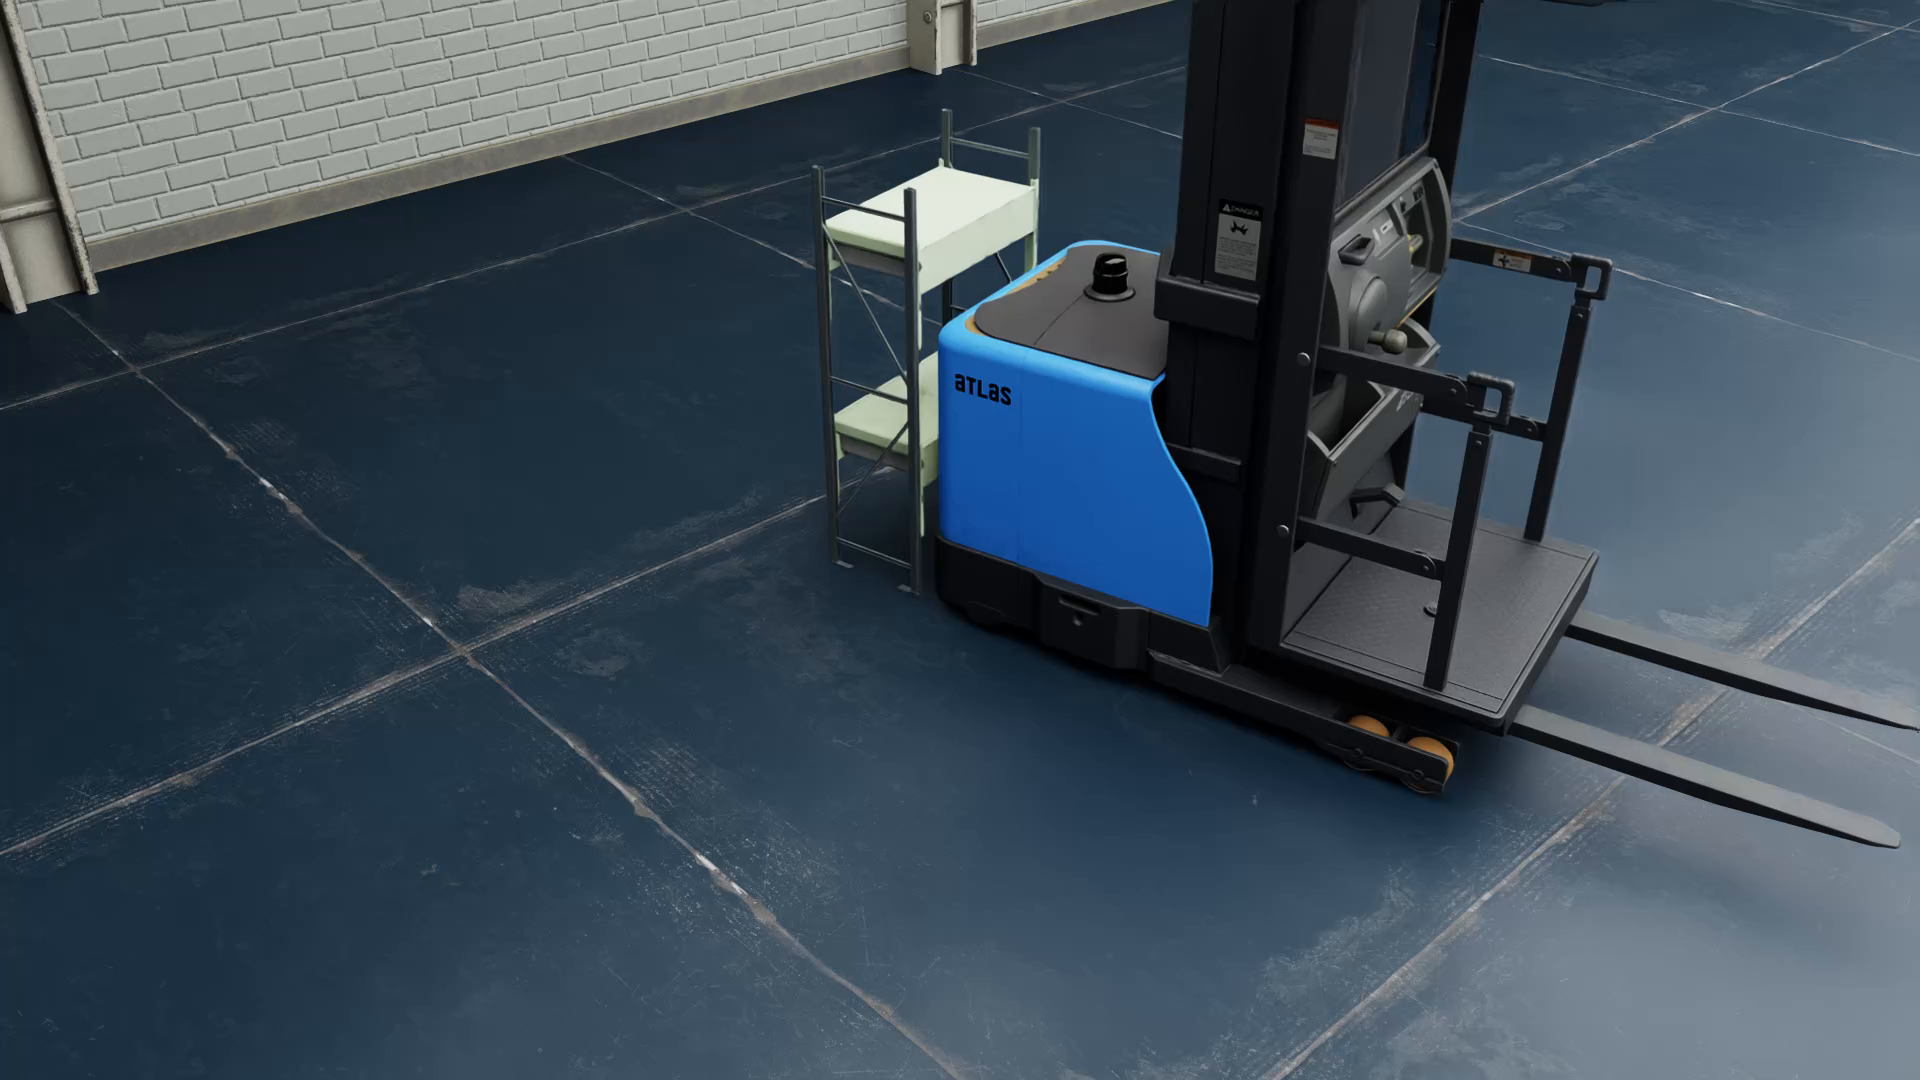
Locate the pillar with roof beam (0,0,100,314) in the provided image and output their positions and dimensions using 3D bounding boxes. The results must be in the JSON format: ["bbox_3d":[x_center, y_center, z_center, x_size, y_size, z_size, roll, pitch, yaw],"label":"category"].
[{"bbox_3d":[-1.599,-3.413,3.206,0.400,9.000,9.100,-26,40,-35],"label":"pillar with roof beam"}]

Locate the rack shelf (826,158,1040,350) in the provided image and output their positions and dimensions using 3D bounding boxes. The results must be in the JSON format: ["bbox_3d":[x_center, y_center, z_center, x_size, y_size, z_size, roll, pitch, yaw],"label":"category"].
[{"bbox_3d":[-0.101,-0.994,5.689,0.431,0.370,0.720,19,36,29],"label":"rack shelf"}]

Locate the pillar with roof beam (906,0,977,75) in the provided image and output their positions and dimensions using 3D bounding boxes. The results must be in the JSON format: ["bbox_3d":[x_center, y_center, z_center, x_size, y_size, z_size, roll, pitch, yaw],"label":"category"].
[{"bbox_3d":[2.801,-5.541,6.686,0.400,9.000,9.100,-26,40,-35],"label":"pillar with roof beam"}]

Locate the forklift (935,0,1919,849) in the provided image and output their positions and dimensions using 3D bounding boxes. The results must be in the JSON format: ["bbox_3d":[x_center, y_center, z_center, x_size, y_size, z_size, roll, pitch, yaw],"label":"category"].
[{"bbox_3d":[1.430,-0.806,4.759,3.031,2.935,1.130,19,36,27],"label":"forklift"}]

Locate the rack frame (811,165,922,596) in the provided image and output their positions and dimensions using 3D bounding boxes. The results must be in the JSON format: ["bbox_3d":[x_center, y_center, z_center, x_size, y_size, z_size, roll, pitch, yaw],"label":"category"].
[{"bbox_3d":[-0.306,-0.503,5.634,0.400,1.500,0.023,19,36,29],"label":"rack frame"}]

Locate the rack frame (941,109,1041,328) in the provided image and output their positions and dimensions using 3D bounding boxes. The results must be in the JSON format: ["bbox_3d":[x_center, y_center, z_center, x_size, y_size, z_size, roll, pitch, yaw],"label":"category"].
[{"bbox_3d":[0.104,-0.819,6.151,0.400,1.500,0.023,19,36,29],"label":"rack frame"}]

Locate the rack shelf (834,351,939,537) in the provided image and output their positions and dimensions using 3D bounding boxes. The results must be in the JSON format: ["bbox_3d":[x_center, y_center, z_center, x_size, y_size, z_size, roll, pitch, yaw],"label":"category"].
[{"bbox_3d":[-0.101,-0.382,6.063,0.431,0.370,0.720,19,36,29],"label":"rack shelf"}]

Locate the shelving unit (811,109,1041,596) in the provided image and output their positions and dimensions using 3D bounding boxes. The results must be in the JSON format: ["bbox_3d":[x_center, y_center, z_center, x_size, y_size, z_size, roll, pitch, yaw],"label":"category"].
[{"bbox_3d":[-0.101,-0.661,5.893,0.431,1.500,0.755,19,36,29],"label":"shelving unit"}]
